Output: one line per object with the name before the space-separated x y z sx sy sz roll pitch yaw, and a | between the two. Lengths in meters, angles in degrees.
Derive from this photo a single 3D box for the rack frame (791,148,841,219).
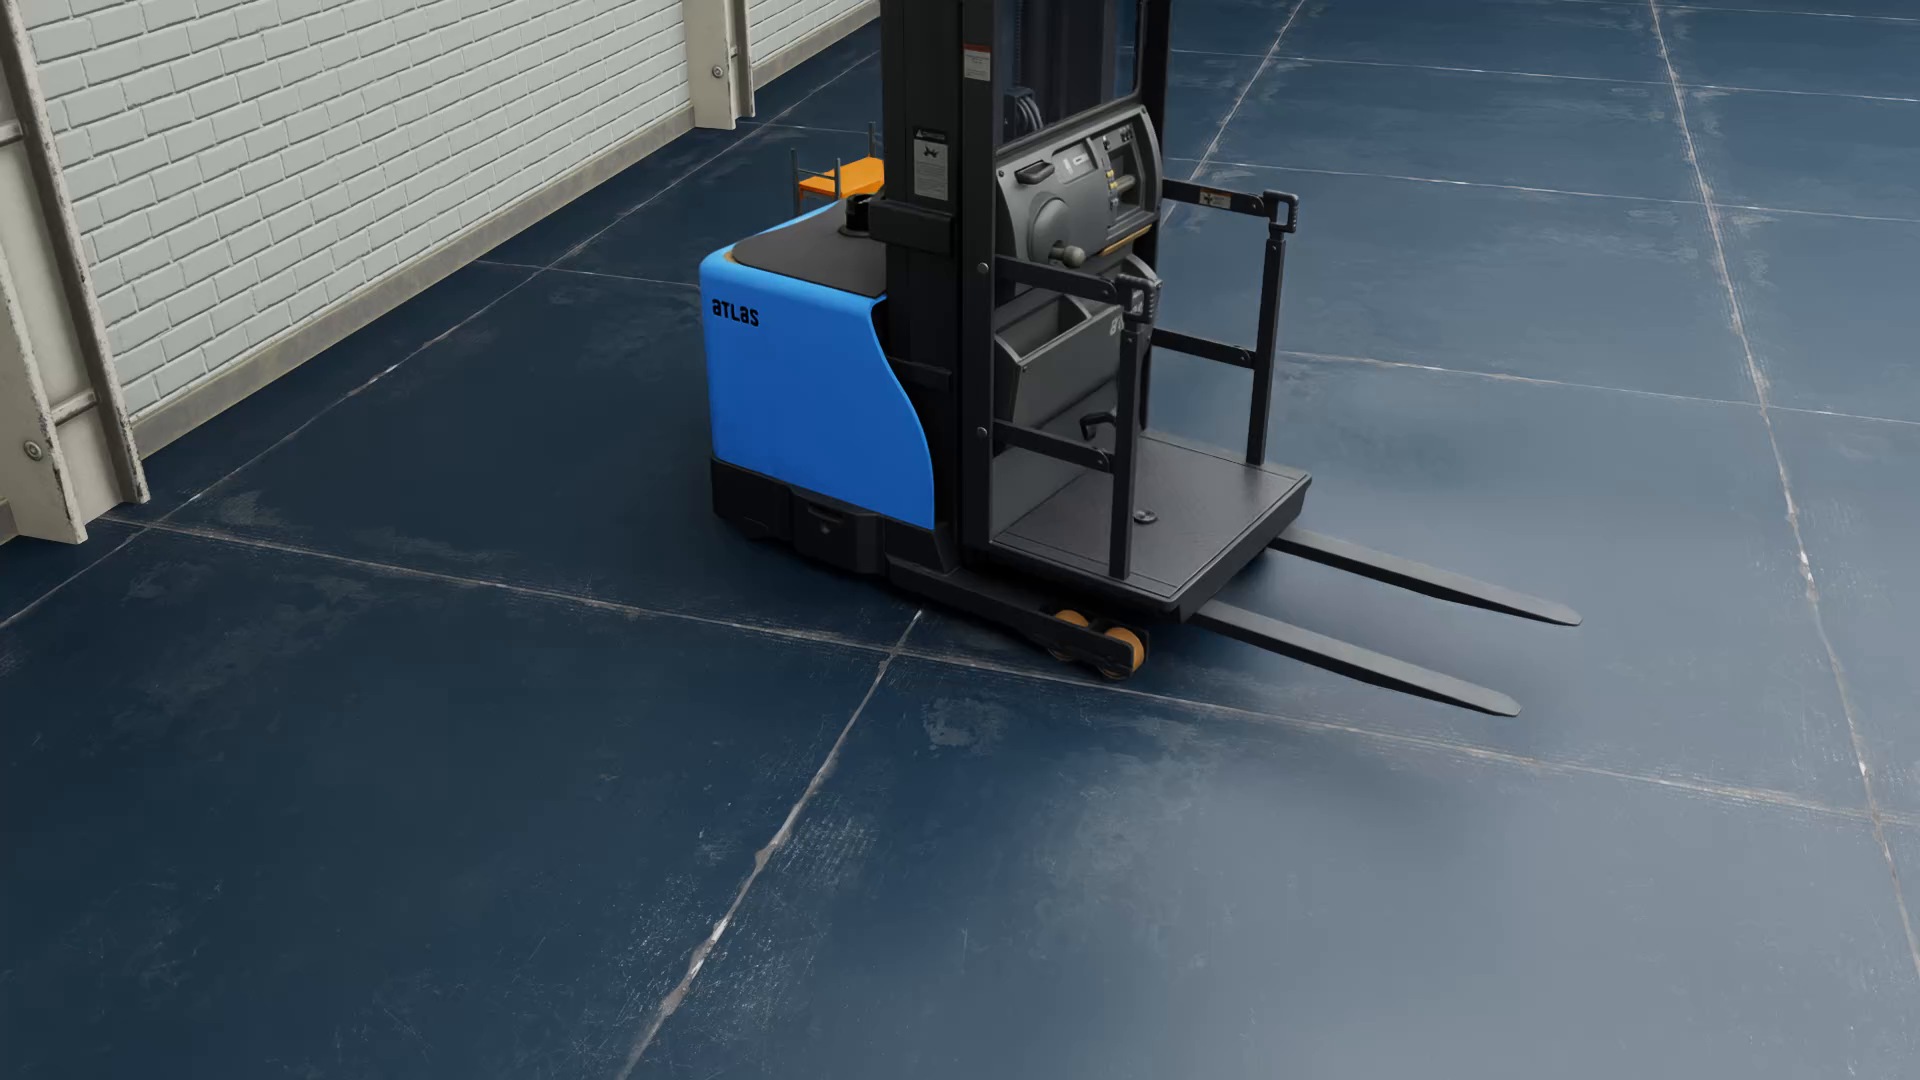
rack frame | -0.565 -0.985 6.786 0.240 1.200 0.015 20 35 31

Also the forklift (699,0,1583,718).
forklift | 0.567 -1.120 5.249 3.031 2.935 1.130 18 34 30

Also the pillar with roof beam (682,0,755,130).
pillar with roof beam | 2.489 -6.203 8.144 9.100 9.000 0.400 8 30 15

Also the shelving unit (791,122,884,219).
shelving unit | -0.421 -1.081 6.959 0.258 1.200 0.503 20 35 31

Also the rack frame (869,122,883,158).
rack frame | -0.278 -1.177 7.131 0.240 1.200 0.015 20 35 31

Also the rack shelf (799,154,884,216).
rack shelf | -0.421 -1.424 6.768 0.258 0.148 0.480 20 35 31

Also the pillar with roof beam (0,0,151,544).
pillar with roof beam | 0.727 -3.415 3.132 9.100 9.000 0.400 8 30 15
